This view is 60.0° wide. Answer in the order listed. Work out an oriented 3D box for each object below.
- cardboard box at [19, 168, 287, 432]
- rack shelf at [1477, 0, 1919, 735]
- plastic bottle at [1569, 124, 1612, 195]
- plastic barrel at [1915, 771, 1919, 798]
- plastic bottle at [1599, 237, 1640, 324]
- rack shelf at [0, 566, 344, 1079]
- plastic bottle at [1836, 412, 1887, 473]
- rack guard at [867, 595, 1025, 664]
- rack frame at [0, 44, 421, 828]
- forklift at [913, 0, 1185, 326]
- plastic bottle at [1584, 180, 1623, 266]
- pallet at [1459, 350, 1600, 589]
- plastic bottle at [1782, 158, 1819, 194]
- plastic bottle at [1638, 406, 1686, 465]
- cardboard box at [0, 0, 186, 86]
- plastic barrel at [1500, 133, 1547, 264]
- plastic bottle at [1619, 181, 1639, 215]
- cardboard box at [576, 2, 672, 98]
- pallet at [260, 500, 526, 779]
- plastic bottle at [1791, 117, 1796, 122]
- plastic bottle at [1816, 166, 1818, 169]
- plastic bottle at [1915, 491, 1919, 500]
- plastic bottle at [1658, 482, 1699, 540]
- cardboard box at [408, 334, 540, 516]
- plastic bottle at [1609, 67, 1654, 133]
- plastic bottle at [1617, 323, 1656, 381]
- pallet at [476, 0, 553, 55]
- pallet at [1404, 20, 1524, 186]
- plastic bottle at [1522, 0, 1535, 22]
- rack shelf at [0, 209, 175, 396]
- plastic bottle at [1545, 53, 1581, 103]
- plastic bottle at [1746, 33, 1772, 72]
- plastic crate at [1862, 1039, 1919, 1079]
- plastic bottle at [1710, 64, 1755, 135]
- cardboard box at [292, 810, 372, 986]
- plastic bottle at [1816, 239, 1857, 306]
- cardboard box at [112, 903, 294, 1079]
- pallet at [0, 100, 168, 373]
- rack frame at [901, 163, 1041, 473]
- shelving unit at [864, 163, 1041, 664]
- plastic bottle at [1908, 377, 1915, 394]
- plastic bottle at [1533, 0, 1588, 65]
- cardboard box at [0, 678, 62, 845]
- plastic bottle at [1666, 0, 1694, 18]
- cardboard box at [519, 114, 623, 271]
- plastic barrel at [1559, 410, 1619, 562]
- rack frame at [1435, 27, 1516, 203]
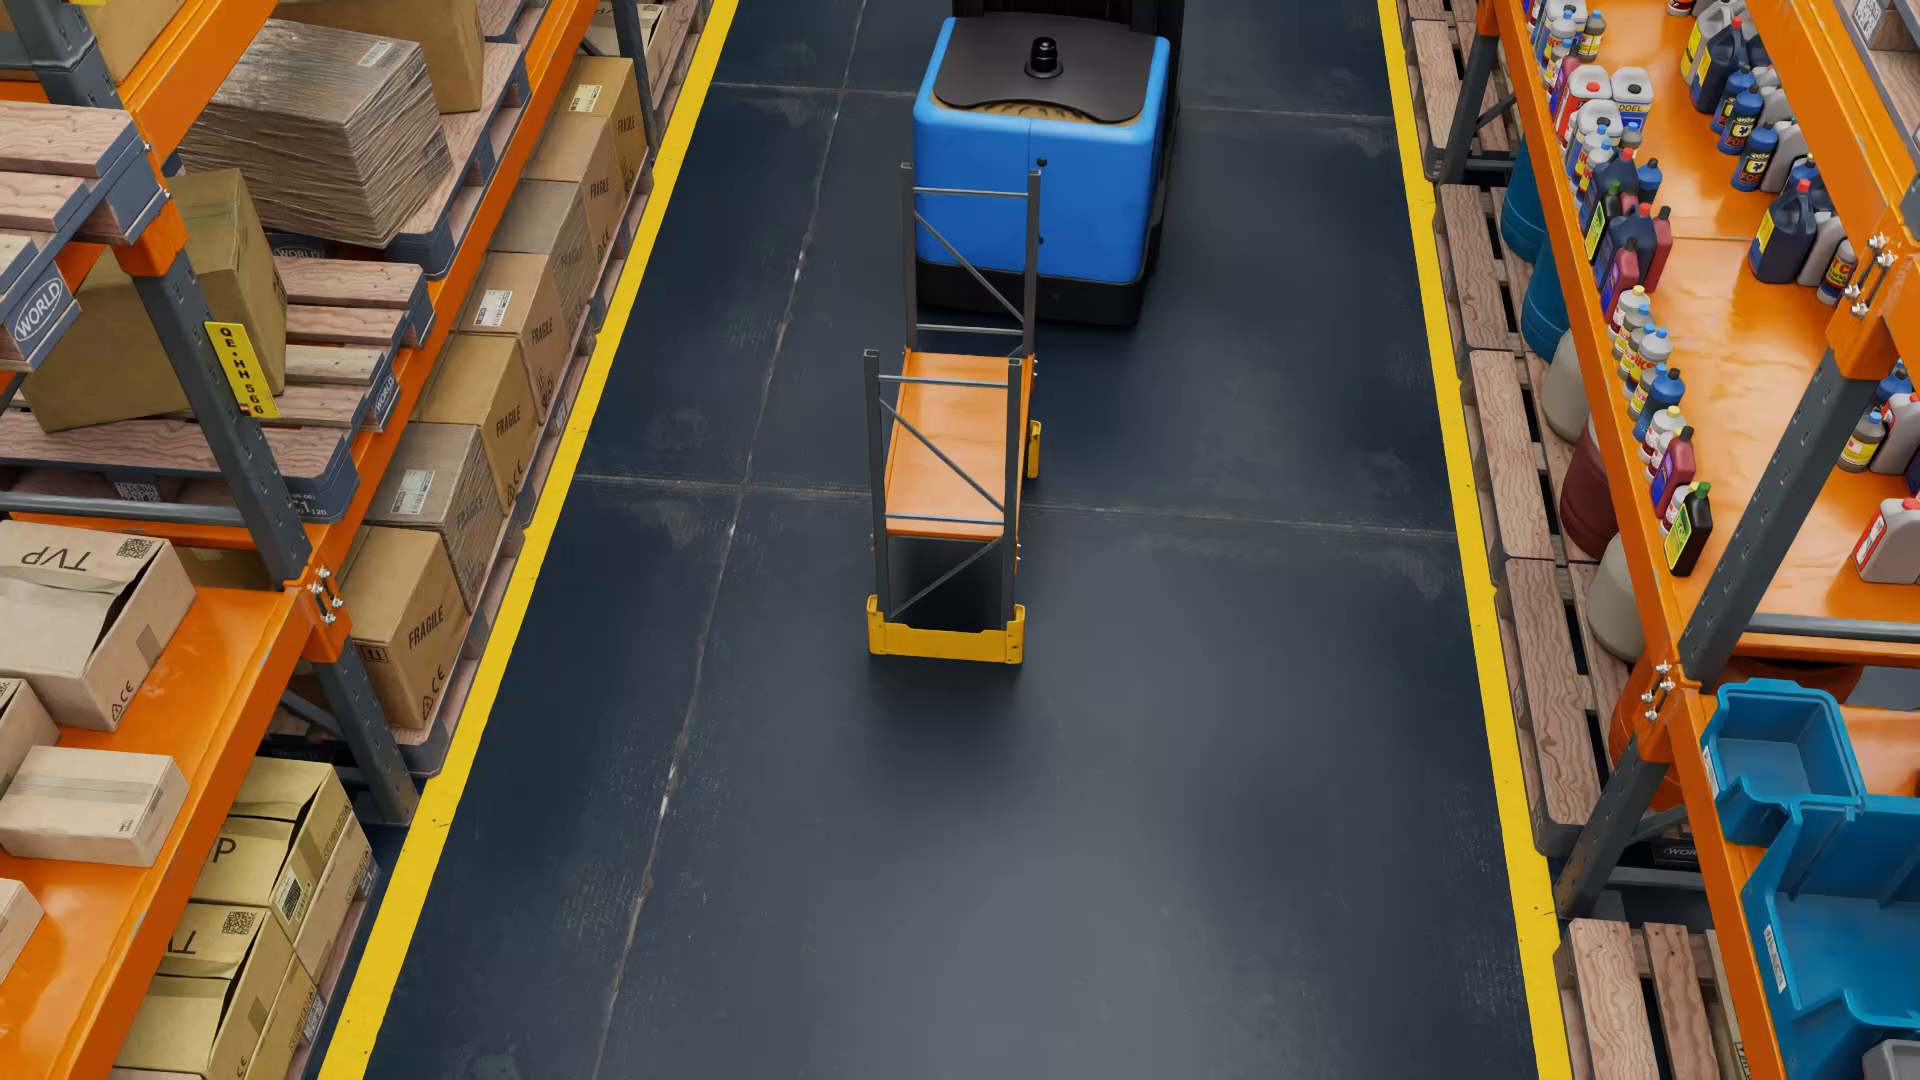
[{"bbox_3d":[-2.476,-0.729,5.032,0.700,0.500,0.500,-11,48,-10],"label":"cardboard box"},{"bbox_3d":[2.694,-0.974,6.096,1.077,0.370,4.000,4,48,4],"label":"rack shelf"},{"bbox_3d":[2.311,-1.394,6.080,0.097,0.271,0.097,0,48,0],"label":"plastic bottle"},{"bbox_3d":[2.771,0.568,4.105,0.600,0.536,0.708,4,48,4],"label":"plastic barrel"},{"bbox_3d":[2.228,-0.874,5.595,0.061,0.283,0.133,4,48,4],"label":"plastic bottle"},{"bbox_3d":[-2.603,1.629,3.715,1.077,0.370,4.000,4,48,4],"label":"rack shelf"},{"bbox_3d":[2.789,-0.311,5.136,0.097,0.201,0.097,0,48,0],"label":"plastic bottle"},{"bbox_3d":[-0.052,0.338,6.272,0.587,0.250,0.087,4,48,4],"label":"rack guard"},{"bbox_3d":[-2.421,-0.083,4.793,1.000,3.000,0.127,4,48,4],"label":"rack frame"},{"bbox_3d":[0.552,-3.064,7.566,1.130,2.935,3.031,8,48,7],"label":"forklift"},{"bbox_3d":[2.257,-1.108,5.809,0.061,0.283,0.133,4,48,4],"label":"plastic bottle"},{"bbox_3d":[2.656,-0.282,6.865,1.003,0.211,1.213,4,48,4],"label":"pallet"},{"bbox_3d":[2.993,-1.242,5.941,0.097,0.271,0.097,0,48,0],"label":"plastic bottle"},{"bbox_3d":[2.182,-0.331,5.154,0.097,0.201,0.097,0,48,0],"label":"plastic bottle"},{"bbox_3d":[-2.415,-1.452,3.945,0.910,0.500,0.500,4,48,4],"label":"cardboard box"},{"bbox_3d":[2.810,-1.722,7.429,0.600,0.901,0.708,4,48,4],"label":"plastic barrel"},{"bbox_3d":[2.317,-1.103,5.806,0.061,0.283,0.133,4,48,4],"label":"plastic bottle"},{"bbox_3d":[-1.803,-2.557,8.580,0.500,0.311,0.500,4,48,4],"label":"cardboard box"},{"bbox_3d":[-2.315,0.312,6.322,1.003,0.211,1.213,4,48,4],"label":"pallet"},{"bbox_3d":[3.087,-1.483,6.208,0.097,0.201,0.097,0,48,0],"label":"plastic bottle"},{"bbox_3d":[3.074,-1.254,5.944,0.061,0.283,0.133,4,48,4],"label":"plastic bottle"},{"bbox_3d":[2.920,-0.131,4.972,0.097,0.201,0.097,0,48,0],"label":"plastic bottle"},{"bbox_3d":[2.152,-0.090,4.934,0.097,0.201,0.097,0,48,0],"label":"plastic bottle"},{"bbox_3d":[-2.002,-0.457,6.531,0.500,0.500,0.500,3,48,3],"label":"cardboard box"},{"bbox_3d":[2.522,-1.640,6.301,0.152,0.276,0.135,4,48,4],"label":"plastic bottle"},{"bbox_3d":[2.218,-0.617,5.416,0.097,0.201,0.097,0,48,0],"label":"plastic bottle"},{"bbox_3d":[-2.238,-2.378,7.022,1.003,0.211,1.213,4,48,4],"label":"pallet"},{"bbox_3d":[2.905,-2.288,8.700,1.003,0.211,1.213,4,48,4],"label":"pallet"},{"bbox_3d":[2.406,-2.308,6.908,0.061,0.283,0.133,4,48,4],"label":"plastic bottle"},{"bbox_3d":[-2.603,0.617,2.608,1.077,0.370,4.000,4,48,4],"label":"rack shelf"},{"bbox_3d":[2.366,-1.810,6.507,0.097,0.201,0.097,0,48,0],"label":"plastic bottle"},{"bbox_3d":[3.101,-1.837,6.430,0.144,0.351,0.185,4,48,4],"label":"plastic bottle"},{"bbox_3d":[2.060,1.398,3.395,0.402,0.464,0.583,4,48,4],"label":"plastic crate"},{"bbox_3d":[2.957,-1.687,6.348,0.097,0.271,0.097,0,48,0],"label":"plastic bottle"},{"bbox_3d":[-2.226,1.106,5.284,0.500,0.250,0.500,5,48,4],"label":"cardboard box"},{"bbox_3d":[3.016,-0.932,5.657,0.097,0.271,0.097,0,48,0],"label":"plastic bottle"},{"bbox_3d":[-2.264,1.298,4.729,0.500,0.311,0.500,3,48,3],"label":"cardboard box"},{"bbox_3d":[-2.394,-0.527,3.294,1.213,0.211,1.003,6,48,5],"label":"pallet"},{"bbox_3d":[0.039,-0.817,6.481,0.500,1.500,0.032,4,48,4],"label":"rack frame"},{"bbox_3d":[-0.007,-0.450,6.145,0.587,1.500,1.083,4,48,4],"label":"shelving unit"},{"bbox_3d":[2.973,-0.439,5.198,0.061,0.283,0.133,4,48,4],"label":"plastic bottle"},{"bbox_3d":[2.421,-2.061,6.687,0.152,0.276,0.135,4,48,4],"label":"plastic bottle"},{"bbox_3d":[-2.695,0.591,4.237,0.500,0.311,0.500,3,48,3],"label":"cardboard box"},{"bbox_3d":[3.036,-2.303,6.958,0.097,0.201,0.097,0,48,0],"label":"plastic bottle"},{"bbox_3d":[-1.869,-1.583,7.561,0.500,0.500,0.500,4,48,4],"label":"cardboard box"},{"bbox_3d":[2.642,-0.266,6.310,0.600,0.588,0.708,4,48,4],"label":"plastic barrel"},{"bbox_3d":[2.876,-2.687,7.174,1.000,3.000,0.127,4,48,4],"label":"rack frame"}]
